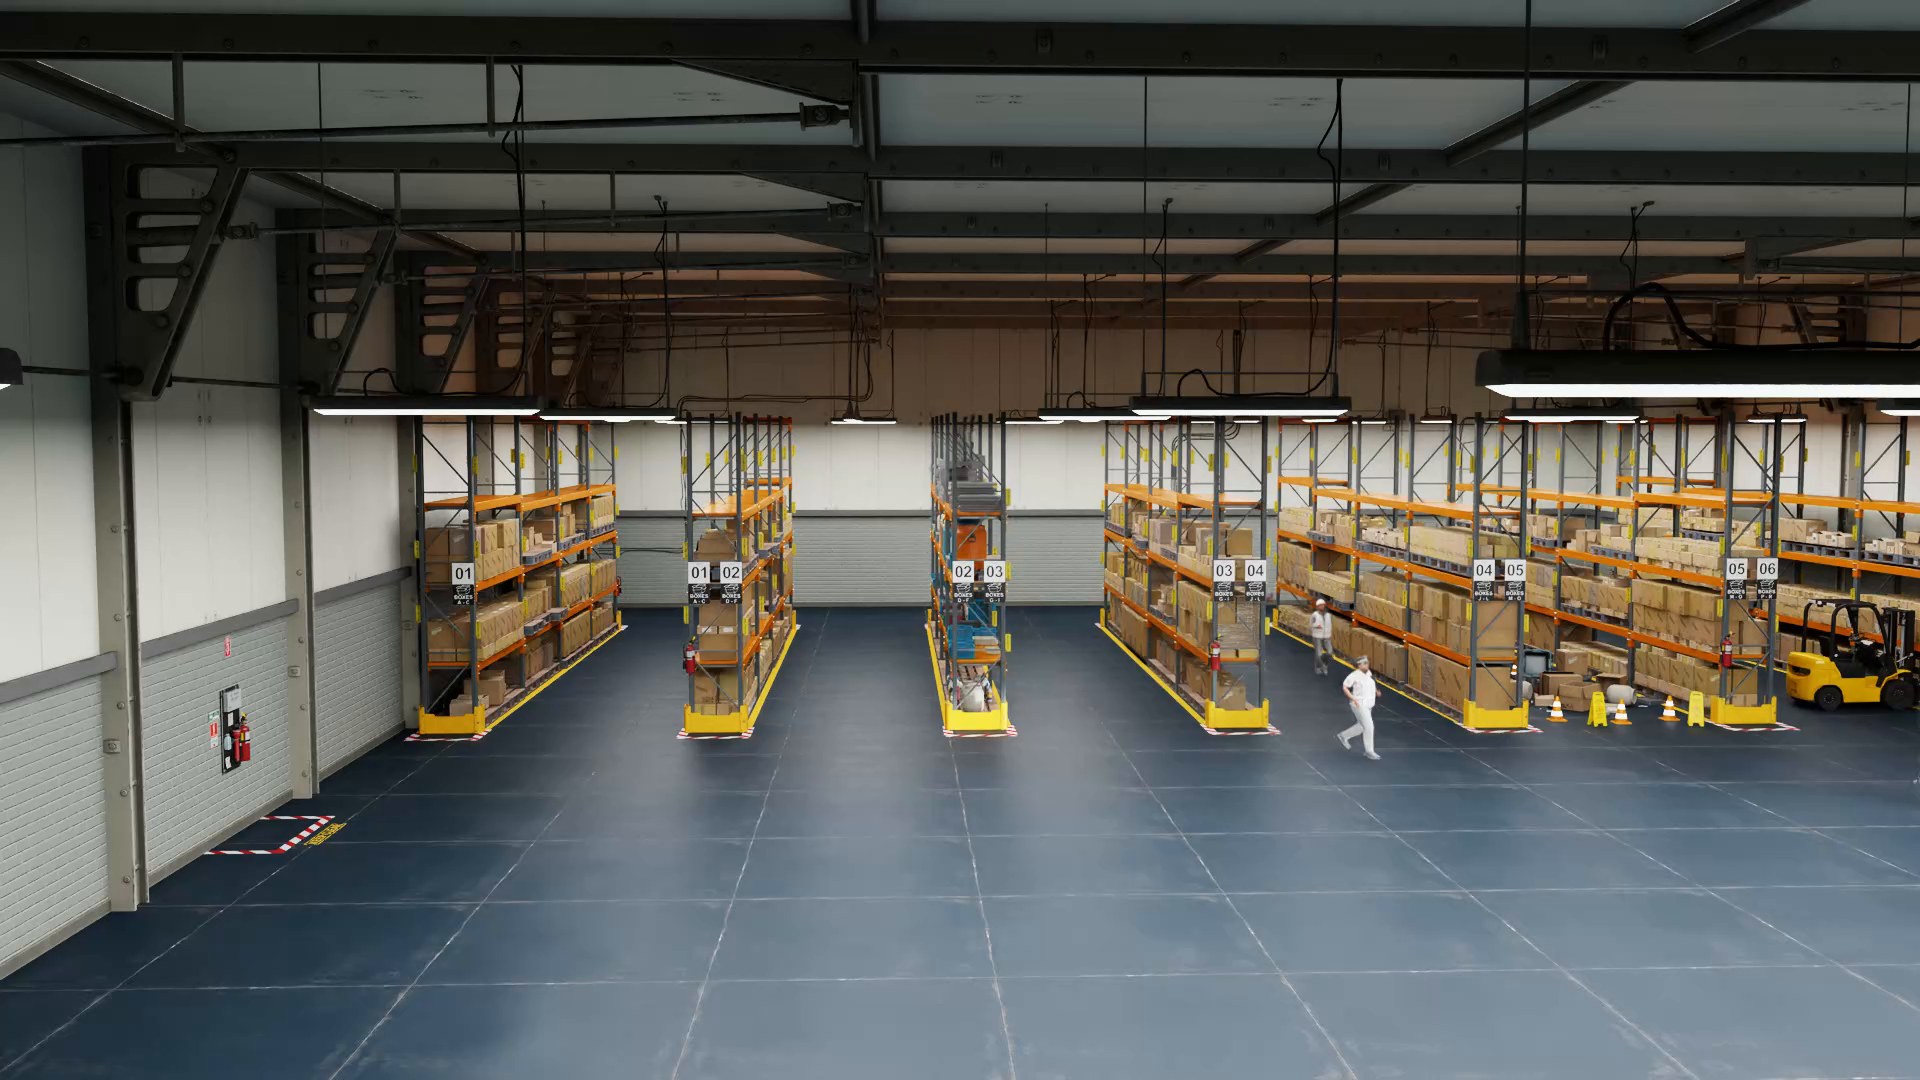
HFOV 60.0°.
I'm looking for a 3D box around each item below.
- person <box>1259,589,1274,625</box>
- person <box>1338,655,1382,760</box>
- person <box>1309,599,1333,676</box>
[{"bbox_3d":[8.038,1.904,44.467,0.598,1.636,0.908,-1,4,-9],"label":"person"},{"bbox_3d":[6.976,2.877,28.916,0.856,1.796,0.651,4,5,43],"label":"person"},{"bbox_3d":[8.340,2.247,38.223,0.642,1.767,0.647,0,4,-5],"label":"person"}]
